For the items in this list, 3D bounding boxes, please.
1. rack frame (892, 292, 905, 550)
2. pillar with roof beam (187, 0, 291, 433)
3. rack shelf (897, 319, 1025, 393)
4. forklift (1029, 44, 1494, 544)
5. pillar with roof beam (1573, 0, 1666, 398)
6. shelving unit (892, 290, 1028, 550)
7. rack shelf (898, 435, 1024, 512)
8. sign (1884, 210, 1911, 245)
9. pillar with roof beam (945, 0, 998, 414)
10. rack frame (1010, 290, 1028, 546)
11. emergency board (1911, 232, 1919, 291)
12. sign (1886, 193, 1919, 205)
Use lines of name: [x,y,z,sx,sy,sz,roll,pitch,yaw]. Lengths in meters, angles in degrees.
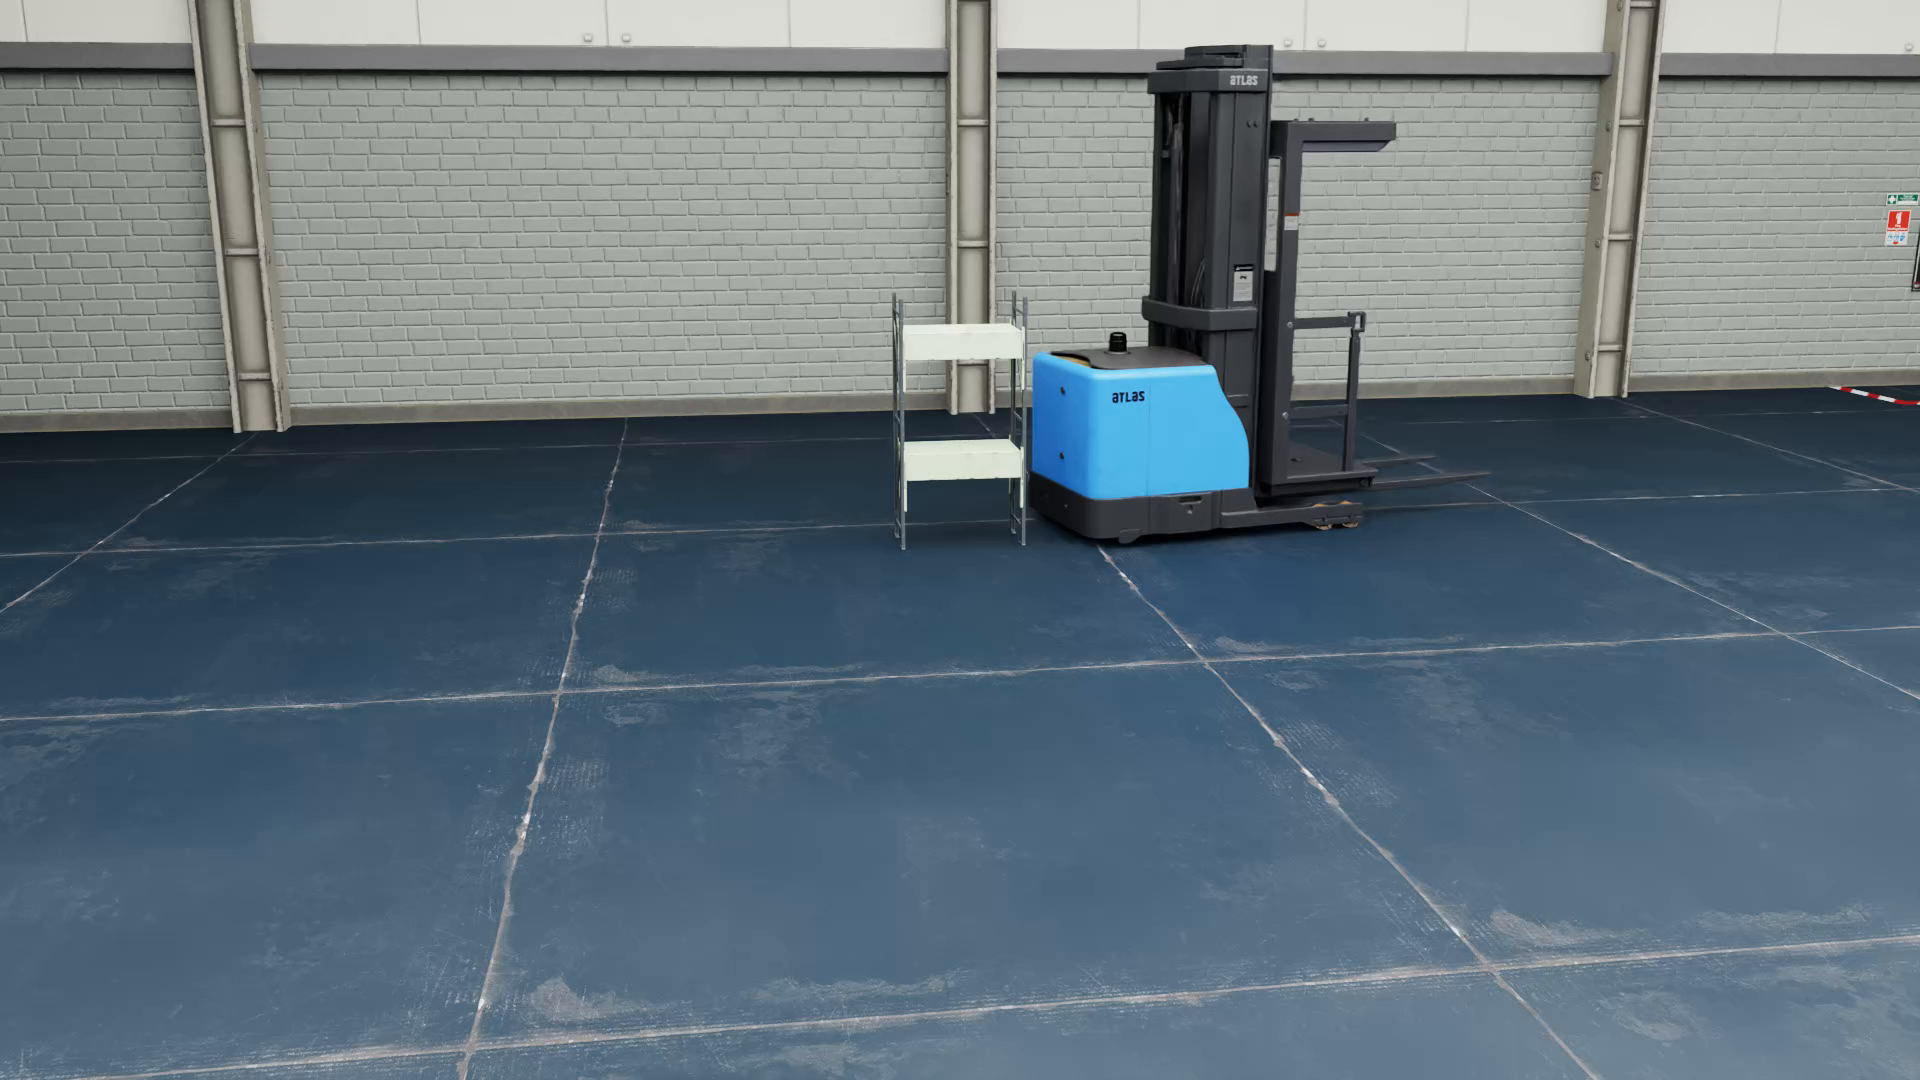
rack frame: [-0.369,-0.714,9.986,0.023,1.500,0.400,-2,14,-8]
pillar with roof beam: [-5.198,-4.261,8.713,0.400,9.000,9.100,-2,14,-8]
rack shelf: [-0.007,-1.106,9.943,0.720,0.370,0.431,-2,14,-8]
forklift: [2.022,-1.598,10.567,3.031,2.935,1.130,-5,15,-20]
pillar with roof beam: [6.668,-4.696,10.447,0.400,9.000,9.100,-2,14,-8]
shelving unit: [-0.007,-0.727,10.038,0.755,1.500,0.431,-2,14,-8]
rack shelf: [-0.007,-0.411,10.118,0.720,0.370,0.431,-2,14,-8]
sign: [8.948,-2.981,15.867,0.234,0.329,0.001,-2,14,-8]
pillar with roof beam: [0.735,-4.478,9.580,0.400,9.000,9.100,-2,14,-8]
rack frame: [0.355,-0.740,10.091,0.023,1.500,0.400,-2,14,-8]
emergency board: [9.499,-2.963,15.868,0.626,1.169,0.157,-2,14,-8]
sign: [8.954,-3.236,15.795,0.331,0.109,0.001,-2,14,-8]
